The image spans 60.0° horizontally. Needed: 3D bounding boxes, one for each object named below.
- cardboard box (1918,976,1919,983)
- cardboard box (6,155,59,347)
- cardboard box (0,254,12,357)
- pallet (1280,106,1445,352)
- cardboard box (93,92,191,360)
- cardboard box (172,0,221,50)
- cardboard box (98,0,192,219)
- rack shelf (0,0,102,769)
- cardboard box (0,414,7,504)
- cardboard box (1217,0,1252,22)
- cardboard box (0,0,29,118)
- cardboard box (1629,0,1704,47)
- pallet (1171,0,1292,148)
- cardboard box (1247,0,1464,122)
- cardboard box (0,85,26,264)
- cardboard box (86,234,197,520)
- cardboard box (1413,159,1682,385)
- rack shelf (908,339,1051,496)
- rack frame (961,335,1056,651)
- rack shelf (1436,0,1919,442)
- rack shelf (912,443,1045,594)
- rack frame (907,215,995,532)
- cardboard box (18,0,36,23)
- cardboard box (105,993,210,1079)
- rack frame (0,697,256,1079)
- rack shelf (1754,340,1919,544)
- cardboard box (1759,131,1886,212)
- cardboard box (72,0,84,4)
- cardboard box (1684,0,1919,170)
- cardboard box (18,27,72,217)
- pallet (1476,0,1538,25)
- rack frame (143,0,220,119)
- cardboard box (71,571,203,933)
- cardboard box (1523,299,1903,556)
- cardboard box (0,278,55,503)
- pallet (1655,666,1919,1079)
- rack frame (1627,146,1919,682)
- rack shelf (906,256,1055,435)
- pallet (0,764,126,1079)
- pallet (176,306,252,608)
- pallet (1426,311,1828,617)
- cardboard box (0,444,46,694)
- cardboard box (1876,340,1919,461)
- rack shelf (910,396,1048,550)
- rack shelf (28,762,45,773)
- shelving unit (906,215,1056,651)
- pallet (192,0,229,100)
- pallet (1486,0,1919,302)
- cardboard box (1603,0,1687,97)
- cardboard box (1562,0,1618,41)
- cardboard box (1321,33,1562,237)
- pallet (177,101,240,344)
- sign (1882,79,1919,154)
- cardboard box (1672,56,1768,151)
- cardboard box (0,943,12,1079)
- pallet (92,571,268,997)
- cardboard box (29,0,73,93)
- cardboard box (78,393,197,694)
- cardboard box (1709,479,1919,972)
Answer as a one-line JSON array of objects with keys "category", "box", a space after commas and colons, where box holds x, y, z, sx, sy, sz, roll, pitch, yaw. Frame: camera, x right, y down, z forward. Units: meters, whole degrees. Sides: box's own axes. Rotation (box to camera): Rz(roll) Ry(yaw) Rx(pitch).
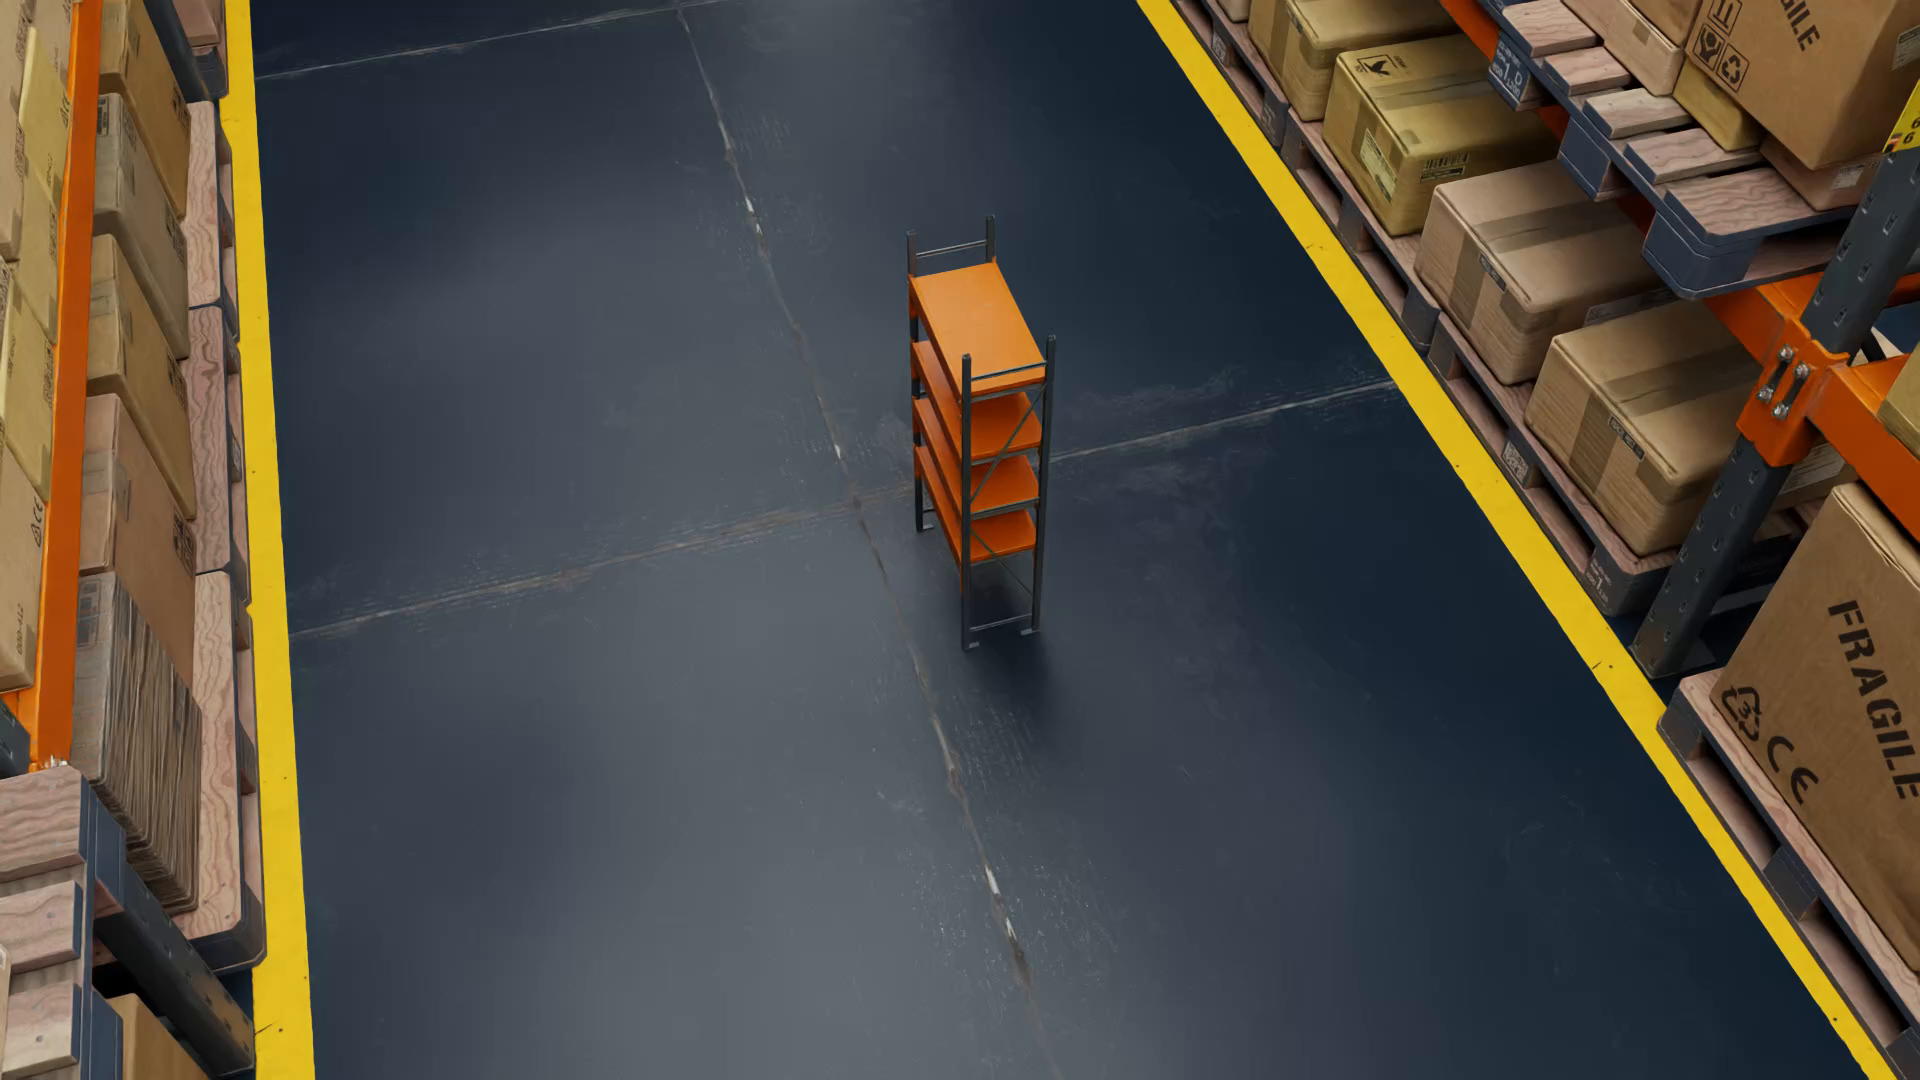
[{"category": "cardboard box", "box": [2.876, 1.019, 3.544, 0.875, 0.875, 0.875, -13, 51, -11]}, {"category": "cardboard box", "box": [-2.450, -0.656, 3.939, 0.500, 0.250, 0.500, -15, 51, -12]}, {"category": "cardboard box", "box": [-2.294, -0.440, 3.430, 0.500, 0.250, 0.500, -12, 51, -10]}, {"category": "pallet", "box": [1.905, -1.268, 6.181, 1.003, 0.211, 1.213, -13, 51, -11]}, {"category": "cardboard box", "box": [-3.045, -0.926, 5.347, 0.875, 0.625, 0.625, -14, 51, -11]}, {"category": "cardboard box", "box": [-3.259, -2.180, 6.650, 0.500, 0.250, 0.500, -13, 51, -11]}, {"category": "cardboard box", "box": [-3.267, -1.494, 5.826, 0.875, 0.625, 0.625, -11, 51, -9]}, {"category": "rack shelf", "box": [-2.841, -0.810, 4.442, 1.077, 0.370, 4.000, -13, 51, -11]}, {"category": "cardboard box", "box": [-2.123, -0.079, 3.126, 0.500, 0.250, 0.500, -13, 51, -11]}, {"category": "cardboard box", "box": [1.466, -2.534, 6.868, 0.950, 0.372, 0.625, -13, 51, -11]}, {"category": "cardboard box", "box": [-2.607, -1.193, 4.065, 0.500, 0.250, 0.500, -13, 51, -10]}, {"category": "cardboard box", "box": [1.928, -1.614, 4.114, 0.500, 0.500, 0.500, -14, 51, -12]}, {"category": "pallet", "box": [1.540, -2.161, 6.934, 1.003, 0.211, 1.213, -13, 51, -11]}, {"category": "cardboard box", "box": [1.682, -2.010, 6.426, 0.950, 0.372, 0.625, -10, 51, -9]}, {"category": "cardboard box", "box": [-2.432, -0.826, 3.756, 0.500, 0.250, 0.500, -14, 51, -12]}, {"category": "cardboard box", "box": [-2.821, -0.377, 4.885, 0.875, 0.625, 0.625, -15, 52, -12]}, {"category": "cardboard box", "box": [2.108, -0.947, 5.530, 0.950, 0.372, 0.625, -14, 51, -12]}, {"category": "rack shelf", "box": [0.049, -0.367, 4.570, 0.258, 0.148, 0.480, -13, 51, -11]}, {"category": "rack frame", "box": [0.121, -0.088, 4.539, 0.240, 1.200, 0.015, -13, 51, -11]}, {"category": "rack shelf", "box": [1.900, -1.935, 5.390, 1.077, 0.370, 4.000, -13, 51, -11]}, {"category": "rack shelf", "box": [0.049, -0.094, 4.893, 0.258, 0.148, 0.480, -13, 51, -11]}, {"category": "rack frame", "box": [-0.023, -0.444, 4.840, 0.240, 1.200, 0.015, -13, 51, -11]}, {"category": "cardboard box", "box": [-2.738, -1.566, 4.380, 0.500, 0.250, 0.500, -12, 51, -10]}, {"category": "cardboard box", "box": [-1.919, 1.349, 3.511, 0.500, 0.500, 0.500, -12, 51, -10]}, {"category": "rack frame", "box": [-2.249, 0.418, 2.935, 1.000, 3.000, 0.127, -13, 51, -11]}, {"category": "rack shelf", "box": [3.083, 0.986, 2.927, 1.077, 0.370, 4.000, -13, 51, -11]}, {"category": "cardboard box", "box": [2.170, -0.947, 3.976, 0.380, 0.149, 0.250, -12, 51, -10]}, {"category": "cardboard box", "box": [-2.879, -1.780, 4.887, 0.500, 0.250, 0.500, -14, 51, -11]}, {"category": "cardboard box", "box": [2.091, -1.239, 3.798, 0.500, 0.500, 0.500, -15, 51, -12]}, {"category": "cardboard box", "box": [-2.602, -1.035, 4.259, 0.500, 0.250, 0.500, -12, 51, -10]}, {"category": "pallet", "box": [1.867, -2.081, 5.168, 1.003, 0.211, 1.213, -13, 51, -11]}, {"category": "rack frame", "box": [-3.432, -2.503, 5.398, 1.000, 3.000, 0.127, -13, 51, -11]}, {"category": "cardboard box", "box": [-2.421, 0.590, 4.069, 0.875, 0.625, 0.625, -12, 51, -10]}, {"category": "cardboard box", "box": [2.334, -0.410, 5.078, 0.950, 0.372, 0.625, -16, 52, -13]}, {"category": "cardboard box", "box": [-2.291, -0.281, 3.623, 0.500, 0.250, 0.500, -14, 51, -12]}, {"category": "pallet", "box": [2.653, 0.785, 4.450, 1.003, 0.211, 1.213, -13, 51, -11]}, {"category": "rack frame", "box": [2.491, -0.707, 3.884, 1.000, 3.000, 0.127, -13, 51, -11]}, {"category": "rack shelf", "box": [0.049, -0.519, 4.389, 0.258, 0.148, 0.480, -13, 51, -11]}, {"category": "pallet", "box": [-1.982, 0.959, 2.605, 1.213, 0.211, 1.003, -13, 51, -11]}, {"category": "pallet", "box": [-2.812, -0.182, 5.266, 1.003, 0.211, 1.213, -13, 51, -11]}, {"category": "pallet", "box": [2.262, -0.379, 5.431, 1.003, 0.211, 1.213, -13, 51, -11]}, {"category": "cardboard box", "box": [-2.147, 0.087, 3.312, 0.500, 0.250, 0.500, -13, 51, -11]}, {"category": "cardboard box", "box": [2.396, -0.244, 3.592, 0.500, 0.250, 0.500, -14, 51, -12]}, {"category": "rack shelf", "box": [0.049, -0.222, 4.741, 0.258, 0.148, 0.480, -13, 51, -11]}, {"category": "rack shelf", "box": [-1.658, 2.111, 1.979, 1.077, 0.370, 4.000, -13, 51, -11]}, {"category": "shelving unit", "box": [0.049, -0.266, 4.689, 0.258, 1.200, 0.503, -13, 51, -11]}, {"category": "pallet", "box": [-3.627, -2.195, 6.962, 1.003, 0.211, 1.213, -13, 51, -11]}, {"category": "pallet", "box": [2.179, -1.141, 4.376, 1.213, 0.211, 1.003, -13, 51, -11]}, {"category": "cardboard box", "box": [1.904, -1.300, 4.274, 0.380, 0.149, 0.250, -14, 51, -11]}, {"category": "cardboard box", "box": [1.837, -1.486, 4.431, 0.380, 0.149, 0.250, -16, 52, -13]}, {"category": "cardboard box", "box": [1.889, -1.502, 5.998, 0.950, 0.372, 0.625, -12, 51, -10]}, {"category": "pallet", "box": [-3.177, -1.075, 6.018, 1.003, 0.211, 1.213, -13, 51, -11]}, {"category": "sign", "box": [1.976, -0.925, 3.362, 0.100, 0.325, 0.005, -13, 51, -11]}, {"category": "cardboard box", "box": [2.021, -1.127, 4.128, 0.380, 0.149, 0.250, -13, 51, -10]}, {"category": "cardboard box", "box": [-1.688, 0.757, 2.539, 0.380, 0.149, 0.250, -12, 51, -10]}, {"category": "pallet", "box": [-2.455, 0.707, 4.516, 1.003, 0.211, 1.213, -13, 51, -11]}, {"category": "cardboard box", "box": [-2.762, -1.410, 4.575, 0.500, 0.250, 0.500, -13, 51, -11]}, {"category": "cardboard box", "box": [-2.621, 0.114, 4.470, 0.875, 0.625, 0.625, -12, 51, -10]}, {"category": "cardboard box", "box": [2.616, 0.366, 4.094, 0.875, 0.875, 0.875, -14, 51, -11]}]
